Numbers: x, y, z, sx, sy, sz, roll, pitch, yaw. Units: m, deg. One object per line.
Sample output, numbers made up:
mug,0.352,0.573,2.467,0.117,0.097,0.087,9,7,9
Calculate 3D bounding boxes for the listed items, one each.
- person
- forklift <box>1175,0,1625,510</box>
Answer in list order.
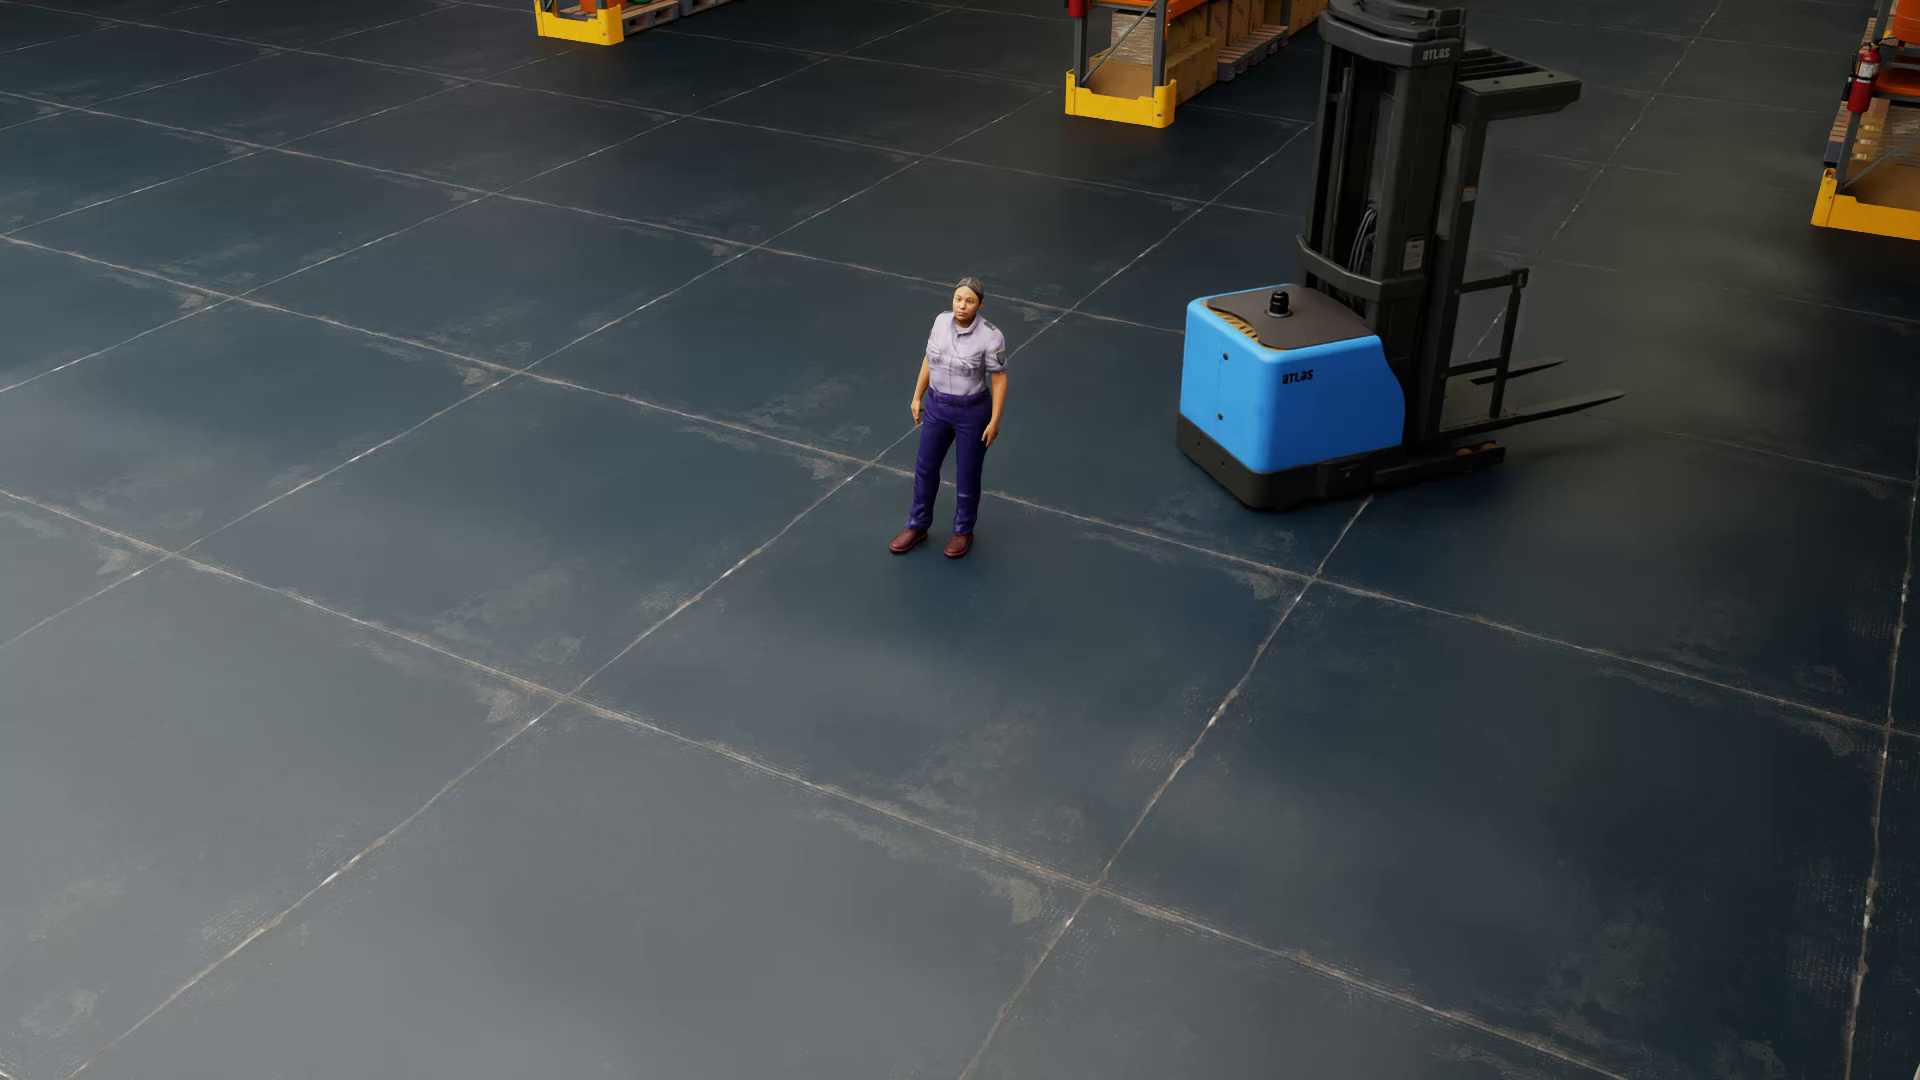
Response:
person,-0.063,-0.686,9.529,0.599,1.650,0.503,15,33,25
forklift,2.984,-1.923,10.403,3.031,2.935,1.130,-12,32,-20
